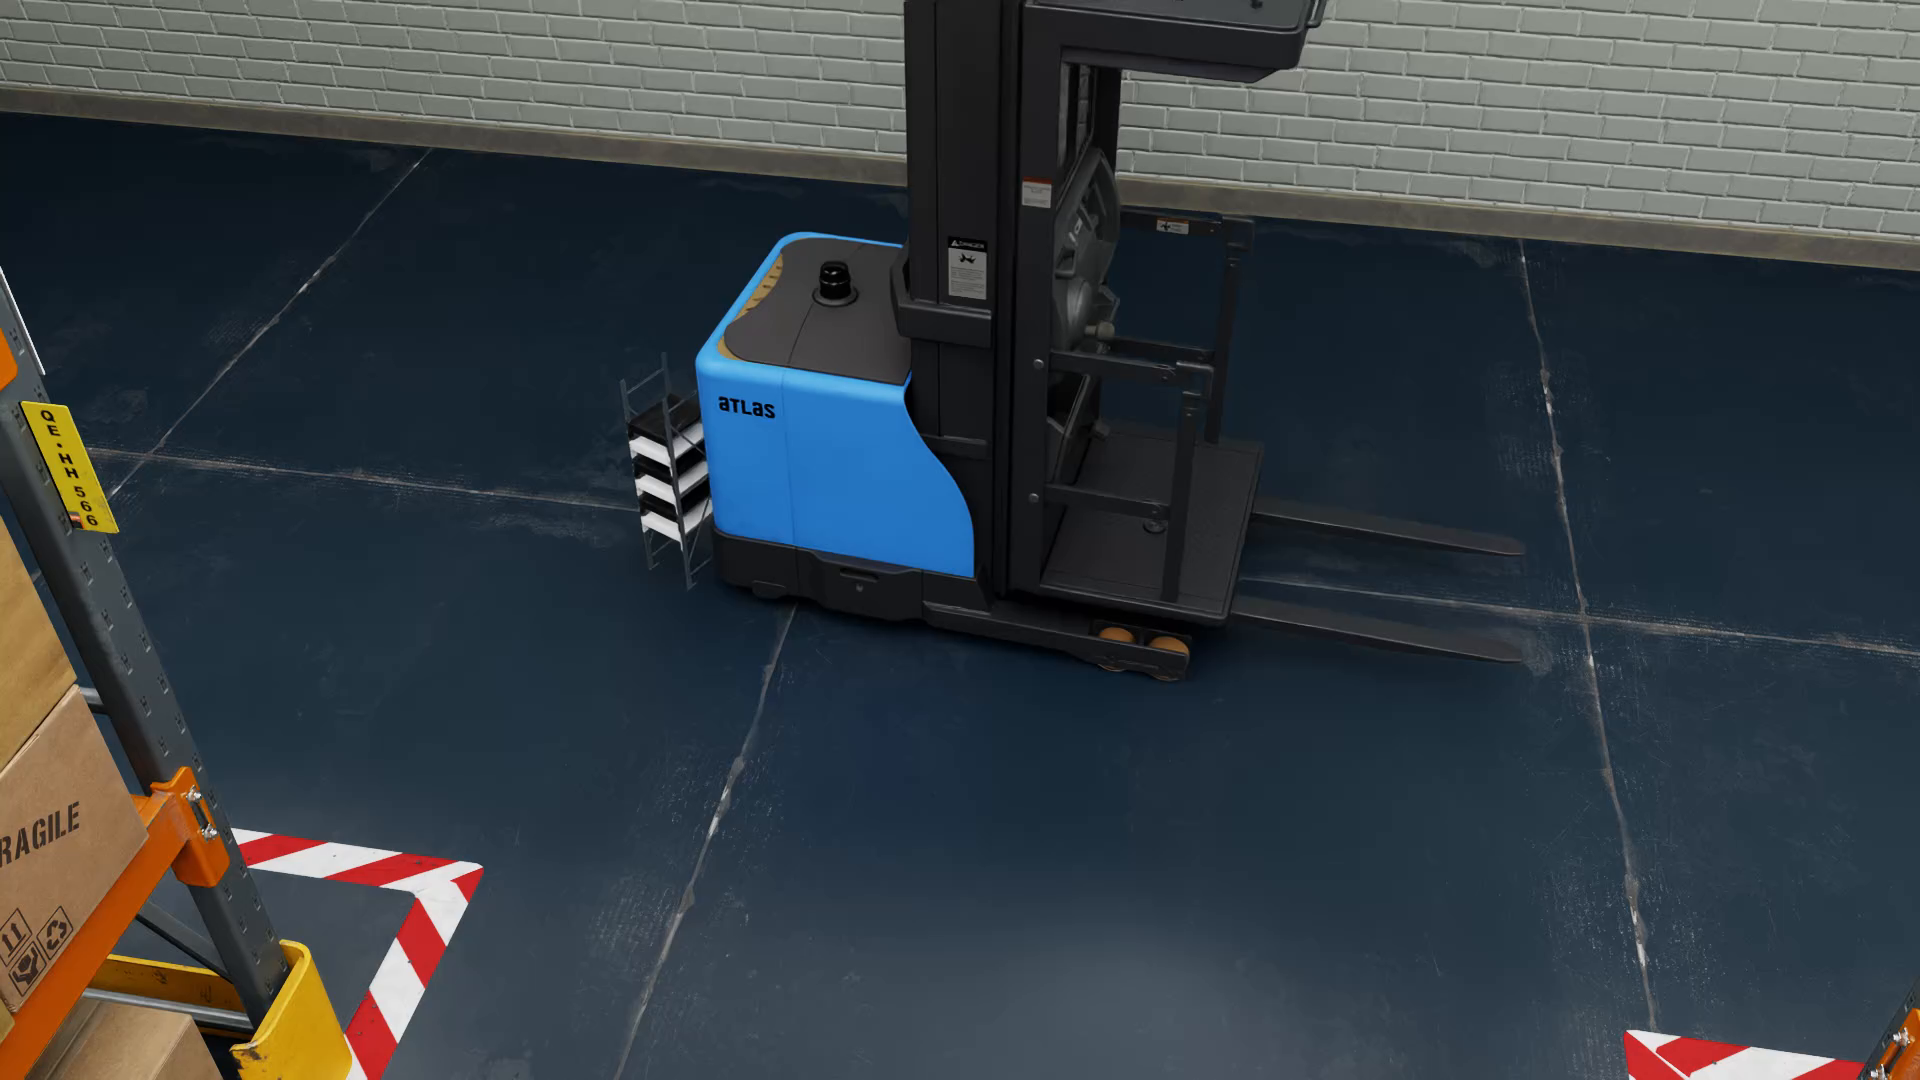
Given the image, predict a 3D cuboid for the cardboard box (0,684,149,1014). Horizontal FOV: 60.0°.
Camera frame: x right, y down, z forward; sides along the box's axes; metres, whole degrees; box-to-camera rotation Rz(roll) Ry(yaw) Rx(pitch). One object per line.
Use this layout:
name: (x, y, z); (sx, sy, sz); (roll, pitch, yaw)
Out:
cardboard box: (-2.178, 0.622, 3.566); (0.500, 0.500, 0.500); (8, 40, 9)

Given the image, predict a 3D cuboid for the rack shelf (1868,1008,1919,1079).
rack shelf: (2.164, 2.430, 2.021); (1.077, 0.370, 4.000); (6, 40, 8)

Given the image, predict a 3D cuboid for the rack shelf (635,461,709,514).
rack shelf: (-1.081, -0.227, 6.371); (0.200, 0.077, 0.258); (24, 45, 26)

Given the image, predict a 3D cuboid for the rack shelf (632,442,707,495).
rack shelf: (-1.081, -0.297, 6.314); (0.200, 0.077, 0.258); (24, 45, 26)

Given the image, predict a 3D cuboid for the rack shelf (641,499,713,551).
rack shelf: (-1.081, -0.089, 6.486); (0.200, 0.077, 0.258); (24, 45, 26)

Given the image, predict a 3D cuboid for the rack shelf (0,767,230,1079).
rack shelf: (-2.714, 1.881, 2.685); (1.077, 0.370, 4.000); (6, 40, 8)

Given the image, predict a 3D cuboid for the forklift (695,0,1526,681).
forklift: (0.621, -0.988, 5.645); (3.031, 2.935, 1.130); (10, 41, 12)

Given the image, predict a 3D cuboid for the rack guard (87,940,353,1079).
rack guard: (-2.382, 1.360, 4.713); (1.175, 0.500, 0.348); (6, 40, 8)

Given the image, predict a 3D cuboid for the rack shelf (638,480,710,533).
rack shelf: (-1.081, -0.158, 6.428); (0.200, 0.077, 0.258); (24, 45, 26)

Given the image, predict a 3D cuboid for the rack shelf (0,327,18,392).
rack shelf: (-2.714, 0.725, 1.729); (1.077, 0.370, 4.000); (6, 40, 8)

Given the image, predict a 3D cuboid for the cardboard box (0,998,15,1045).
cardboard box: (-2.264, 0.948, 3.171); (0.500, 0.500, 0.500); (7, 40, 8)

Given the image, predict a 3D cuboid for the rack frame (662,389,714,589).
rack frame: (-0.997, -0.216, 6.306); (0.006, 0.900, 0.240); (24, 45, 26)

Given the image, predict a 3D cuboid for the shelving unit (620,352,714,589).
shelving unit: (-1.081, -0.253, 6.350); (0.210, 0.900, 0.258); (24, 45, 26)

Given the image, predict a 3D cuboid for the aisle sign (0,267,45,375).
aisle sign: (-2.055, -0.662, 3.156); (0.394, 0.787, 0.004); (6, 40, 8)

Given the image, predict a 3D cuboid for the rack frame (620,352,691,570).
rack frame: (-1.164, -0.290, 6.394); (0.006, 0.900, 0.240); (24, 45, 26)

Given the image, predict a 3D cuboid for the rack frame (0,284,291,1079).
rack frame: (-2.368, 0.349, 3.974); (1.000, 3.000, 0.127); (6, 40, 8)

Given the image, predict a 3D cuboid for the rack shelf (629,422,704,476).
rack shelf: (-1.081, -0.366, 6.256); (0.200, 0.077, 0.258); (24, 45, 26)

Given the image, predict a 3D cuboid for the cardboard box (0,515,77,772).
cardboard box: (-2.175, 0.235, 3.249); (0.500, 0.500, 0.500); (6, 40, 7)

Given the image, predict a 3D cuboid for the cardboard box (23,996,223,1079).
cardboard box: (-2.220, 1.511, 4.184); (0.500, 0.500, 0.500); (6, 40, 8)

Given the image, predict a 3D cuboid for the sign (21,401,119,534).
sign: (-1.825, -0.145, 3.415); (0.100, 0.325, 0.005); (6, 40, 8)

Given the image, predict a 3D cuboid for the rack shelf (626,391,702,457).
rack shelf: (-1.081, -0.435, 6.199); (0.200, 0.077, 0.258); (24, 45, 26)
